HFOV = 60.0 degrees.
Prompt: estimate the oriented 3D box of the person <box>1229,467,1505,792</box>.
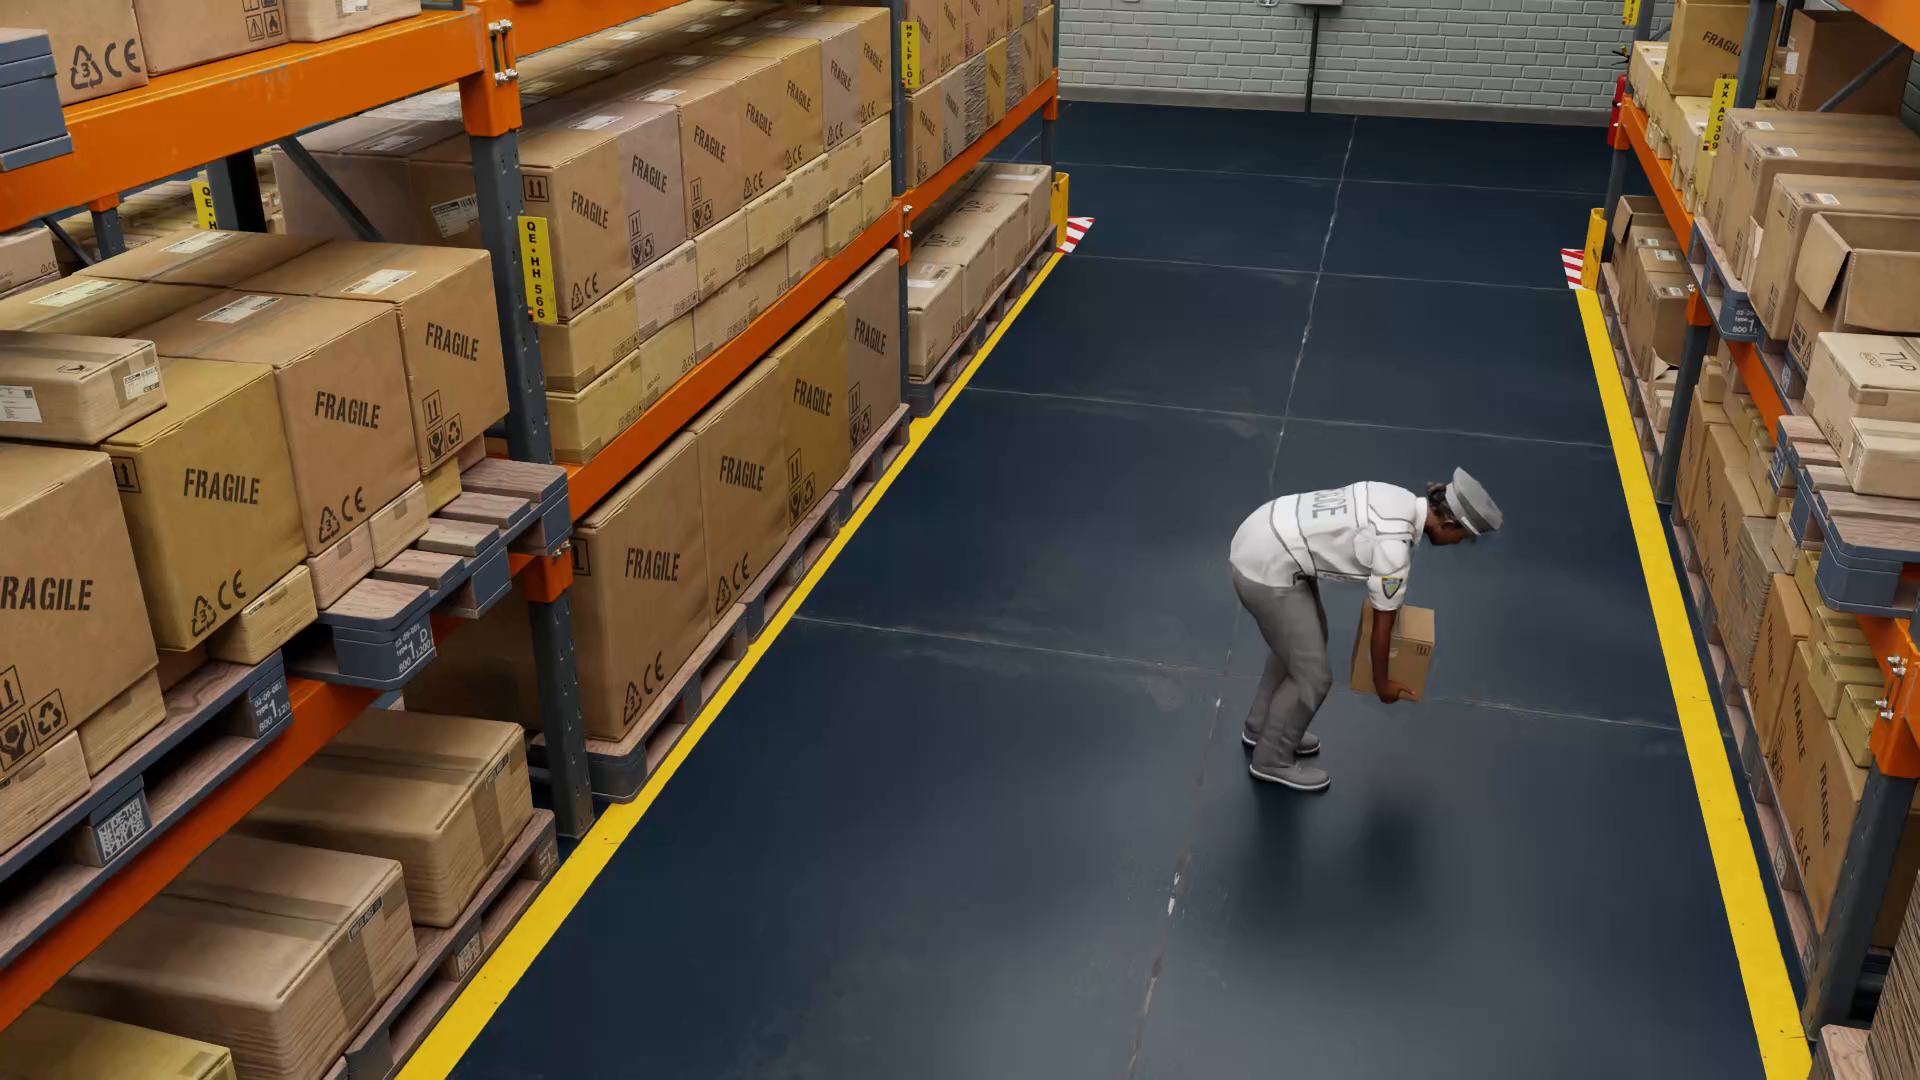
[{"bbox_3d":[1.415,0.306,5.969,0.920,1.238,0.412,6,26,12],"label":"person"}]
